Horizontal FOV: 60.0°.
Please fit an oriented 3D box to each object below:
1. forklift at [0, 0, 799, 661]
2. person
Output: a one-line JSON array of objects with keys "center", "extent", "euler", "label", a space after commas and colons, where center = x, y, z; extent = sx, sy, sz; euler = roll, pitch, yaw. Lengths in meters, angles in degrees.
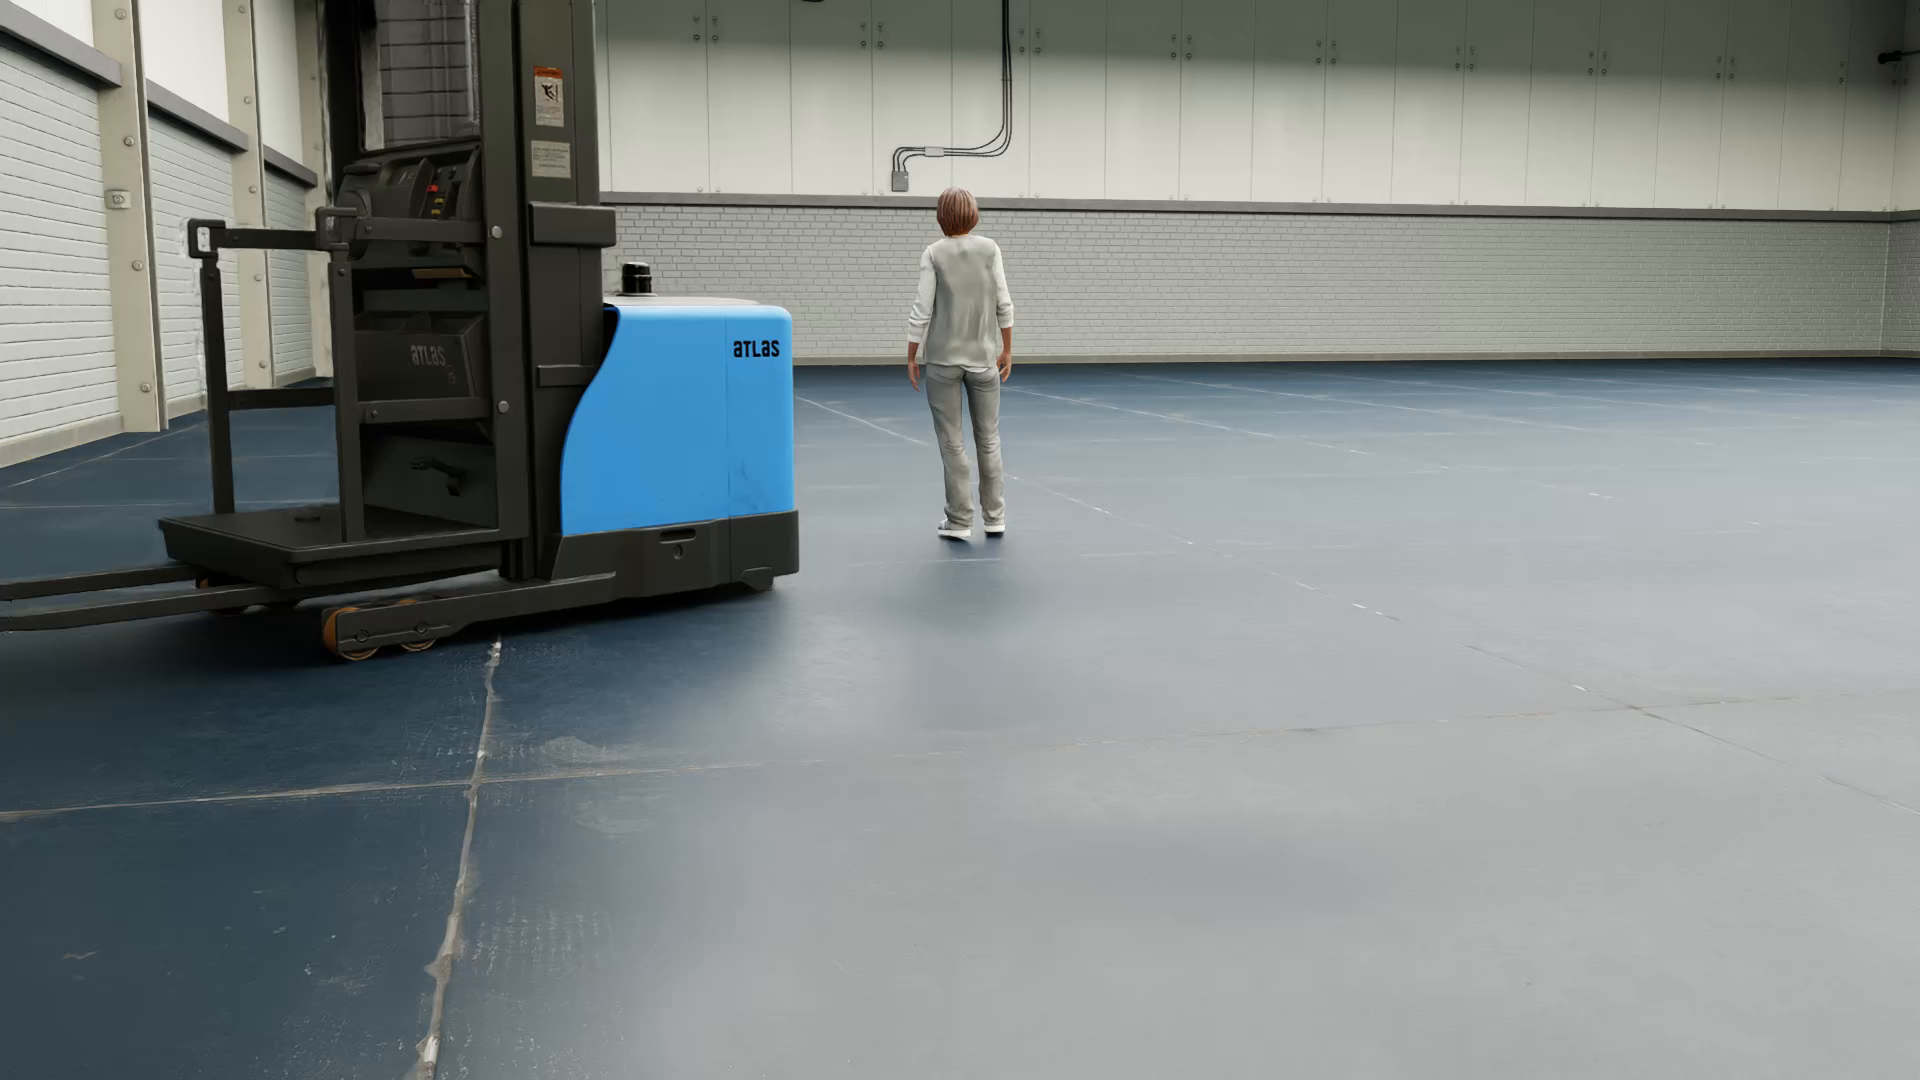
[{"center": [-2.010, -1.163, 5.445], "extent": [3.031, 2.935, 1.130], "euler": [-8, 11, -44], "label": "forklift"}, {"center": [-0.003, -0.809, 7.670], "extent": [0.519, 1.598, 0.474], "euler": [-2, 8, -13], "label": "person"}]
